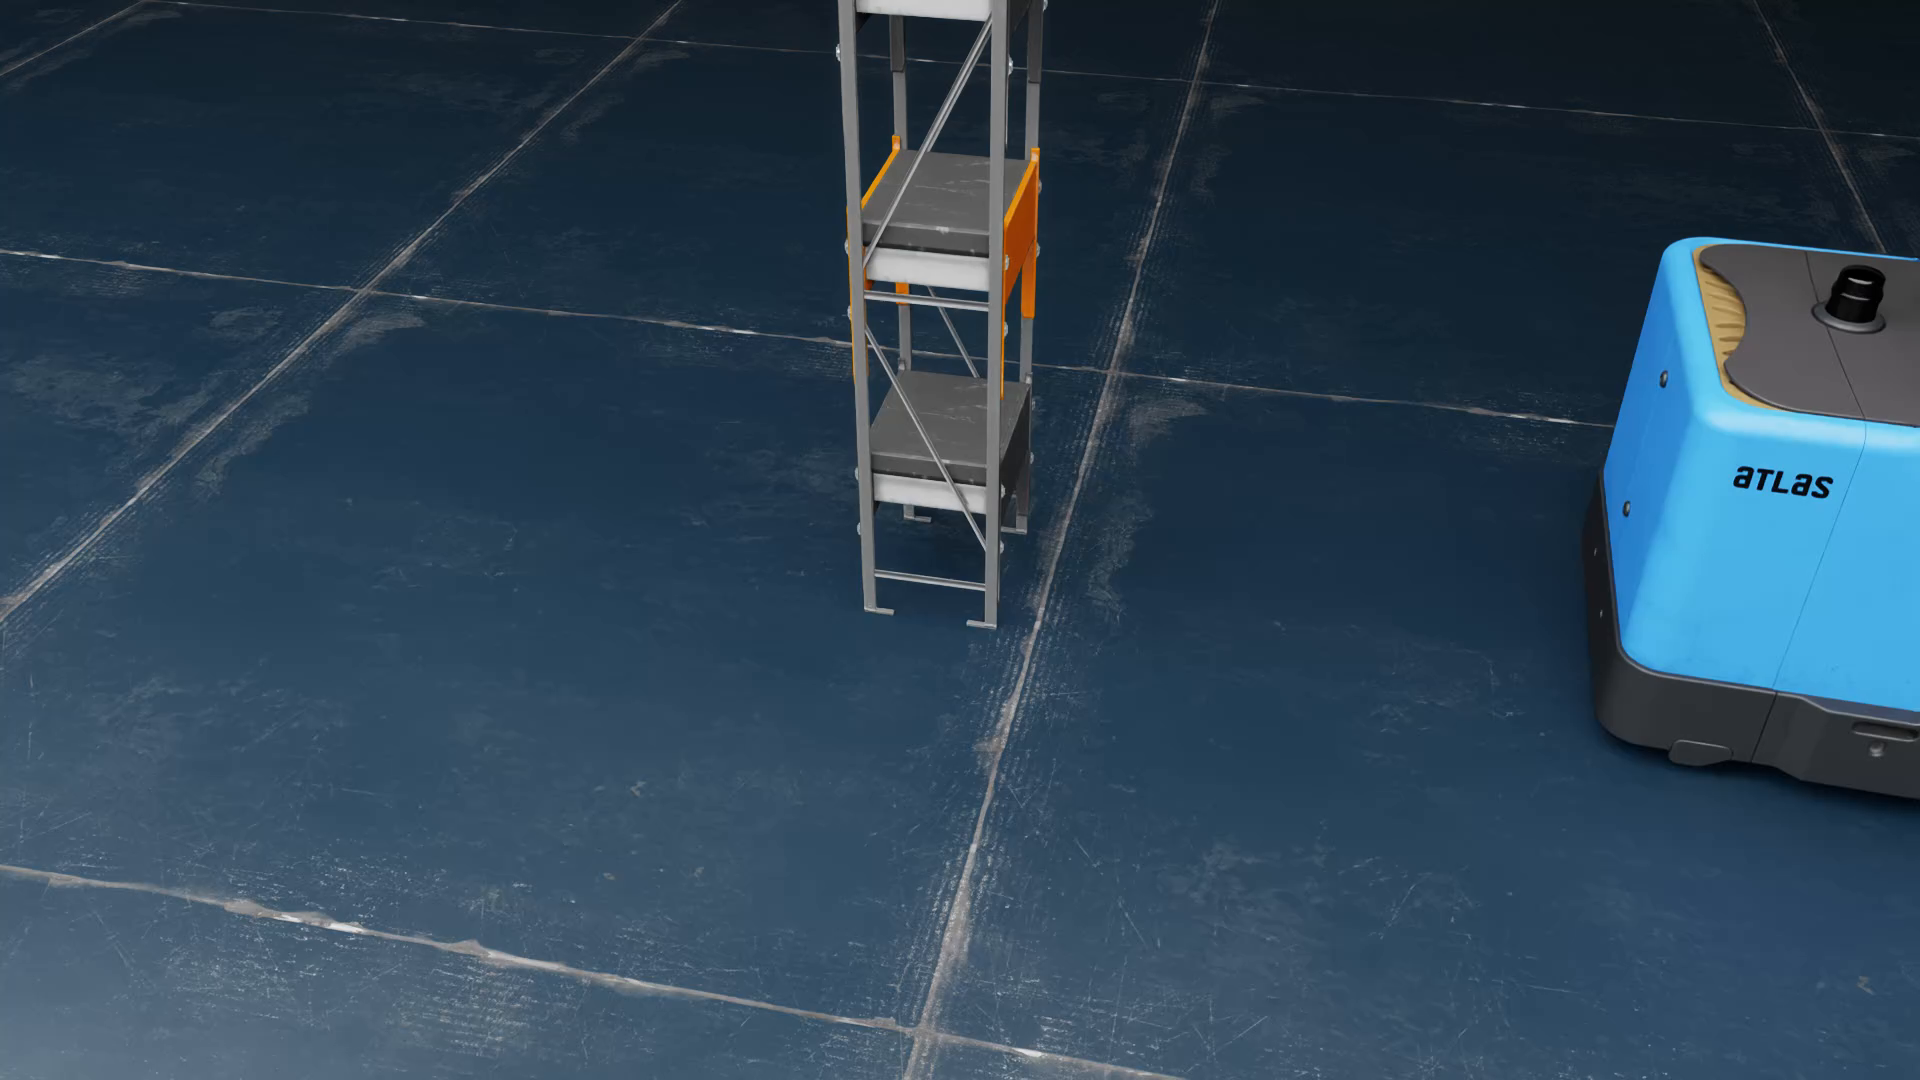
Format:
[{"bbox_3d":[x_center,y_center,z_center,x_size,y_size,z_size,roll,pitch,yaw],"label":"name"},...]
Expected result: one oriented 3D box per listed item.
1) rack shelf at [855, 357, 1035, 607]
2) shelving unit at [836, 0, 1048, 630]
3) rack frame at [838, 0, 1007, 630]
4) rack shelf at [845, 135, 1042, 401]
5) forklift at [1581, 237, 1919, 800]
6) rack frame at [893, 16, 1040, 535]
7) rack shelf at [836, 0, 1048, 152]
[{"bbox_3d":[-0.035,-0.177,4.922,0.431,0.518,0.480,7,37,10],"label":"rack shelf"},{"bbox_3d":[-0.035,-0.755,4.503,0.431,2.100,0.503,7,37,10],"label":"shelving unit"},{"bbox_3d":[-0.087,-0.615,4.310,0.400,2.100,0.015,7,37,10],"label":"rack frame"},{"bbox_3d":[-0.035,-0.744,4.511,0.431,0.518,0.480,7,37,10],"label":"rack shelf"},{"bbox_3d":[3.286,-0.681,3.693,3.031,2.935,1.130,8,37,12],"label":"forklift"},{"bbox_3d":[0.017,-0.895,4.696,0.400,2.100,0.015,7,37,10],"label":"rack frame"},{"bbox_3d":[-0.035,-1.311,4.100,0.431,0.518,0.480,7,37,10],"label":"rack shelf"}]
